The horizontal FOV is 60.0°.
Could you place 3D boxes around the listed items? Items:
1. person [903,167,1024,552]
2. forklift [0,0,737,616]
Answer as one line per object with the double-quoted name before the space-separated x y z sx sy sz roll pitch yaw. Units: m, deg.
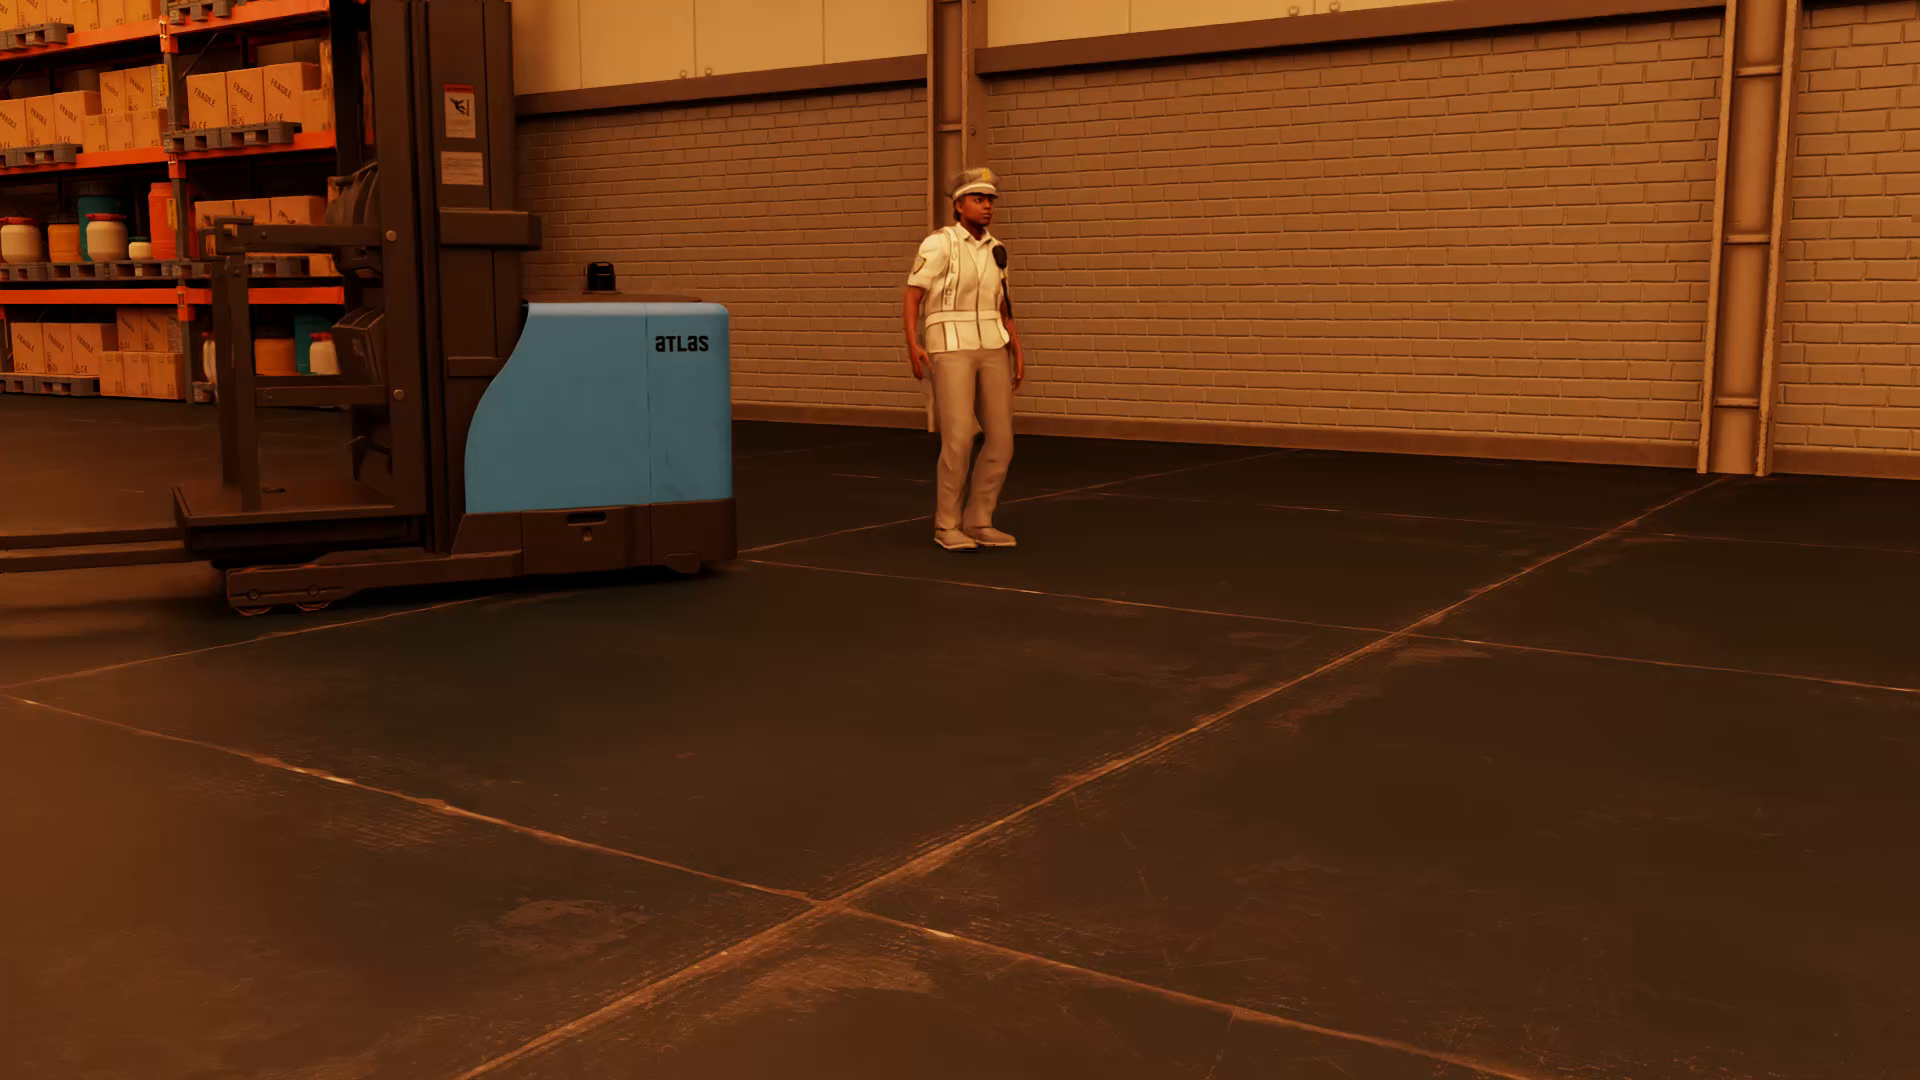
"person" 0.055 -0.804 7.377 0.621 1.672 0.493 -5 9 -30
"forklift" -2.435 -1.272 6.140 3.031 2.935 1.130 -4 9 -27
